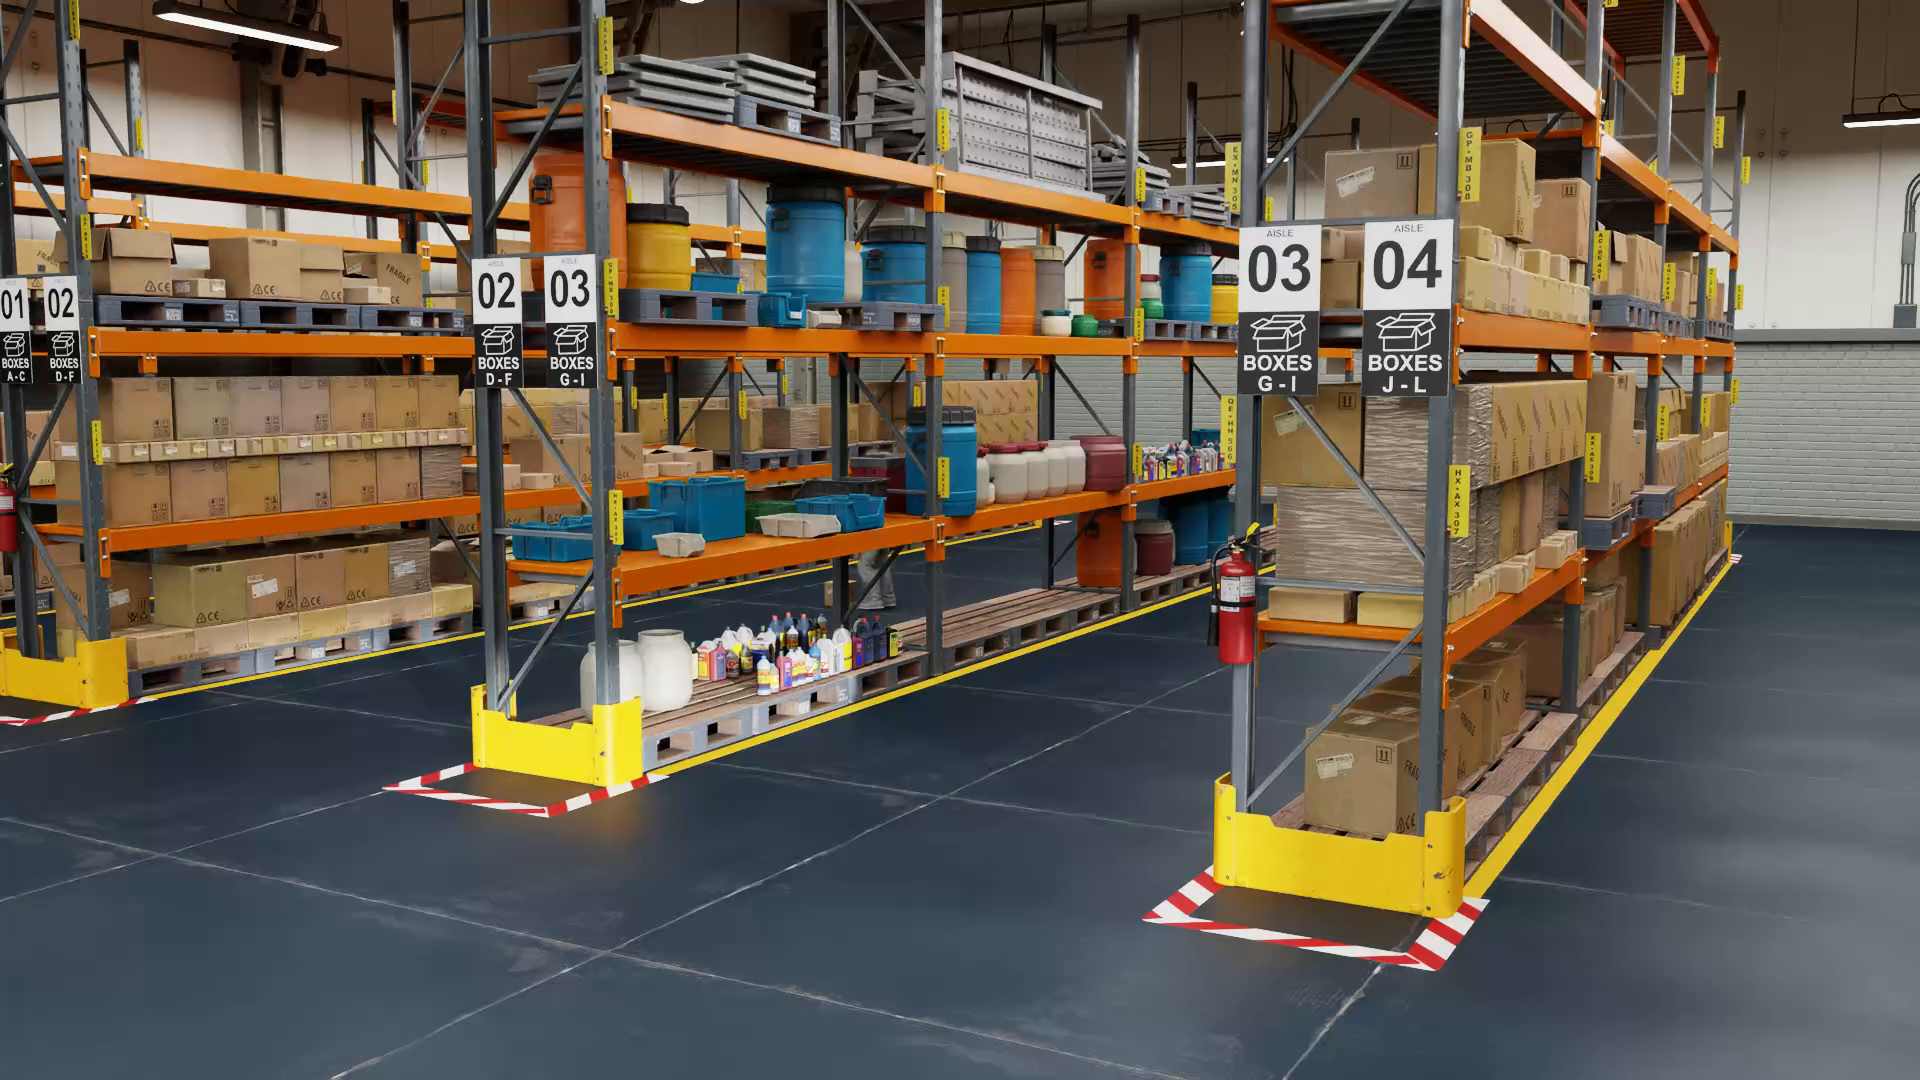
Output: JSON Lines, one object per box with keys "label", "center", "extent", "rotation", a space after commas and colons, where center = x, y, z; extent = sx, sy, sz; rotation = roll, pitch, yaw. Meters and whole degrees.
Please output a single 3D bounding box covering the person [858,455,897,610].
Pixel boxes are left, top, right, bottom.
{"label": "person", "center": [-0.894, -0.078, 17.391], "extent": [0.465, 1.616, 0.504], "rotation": [4, 7, 30]}
